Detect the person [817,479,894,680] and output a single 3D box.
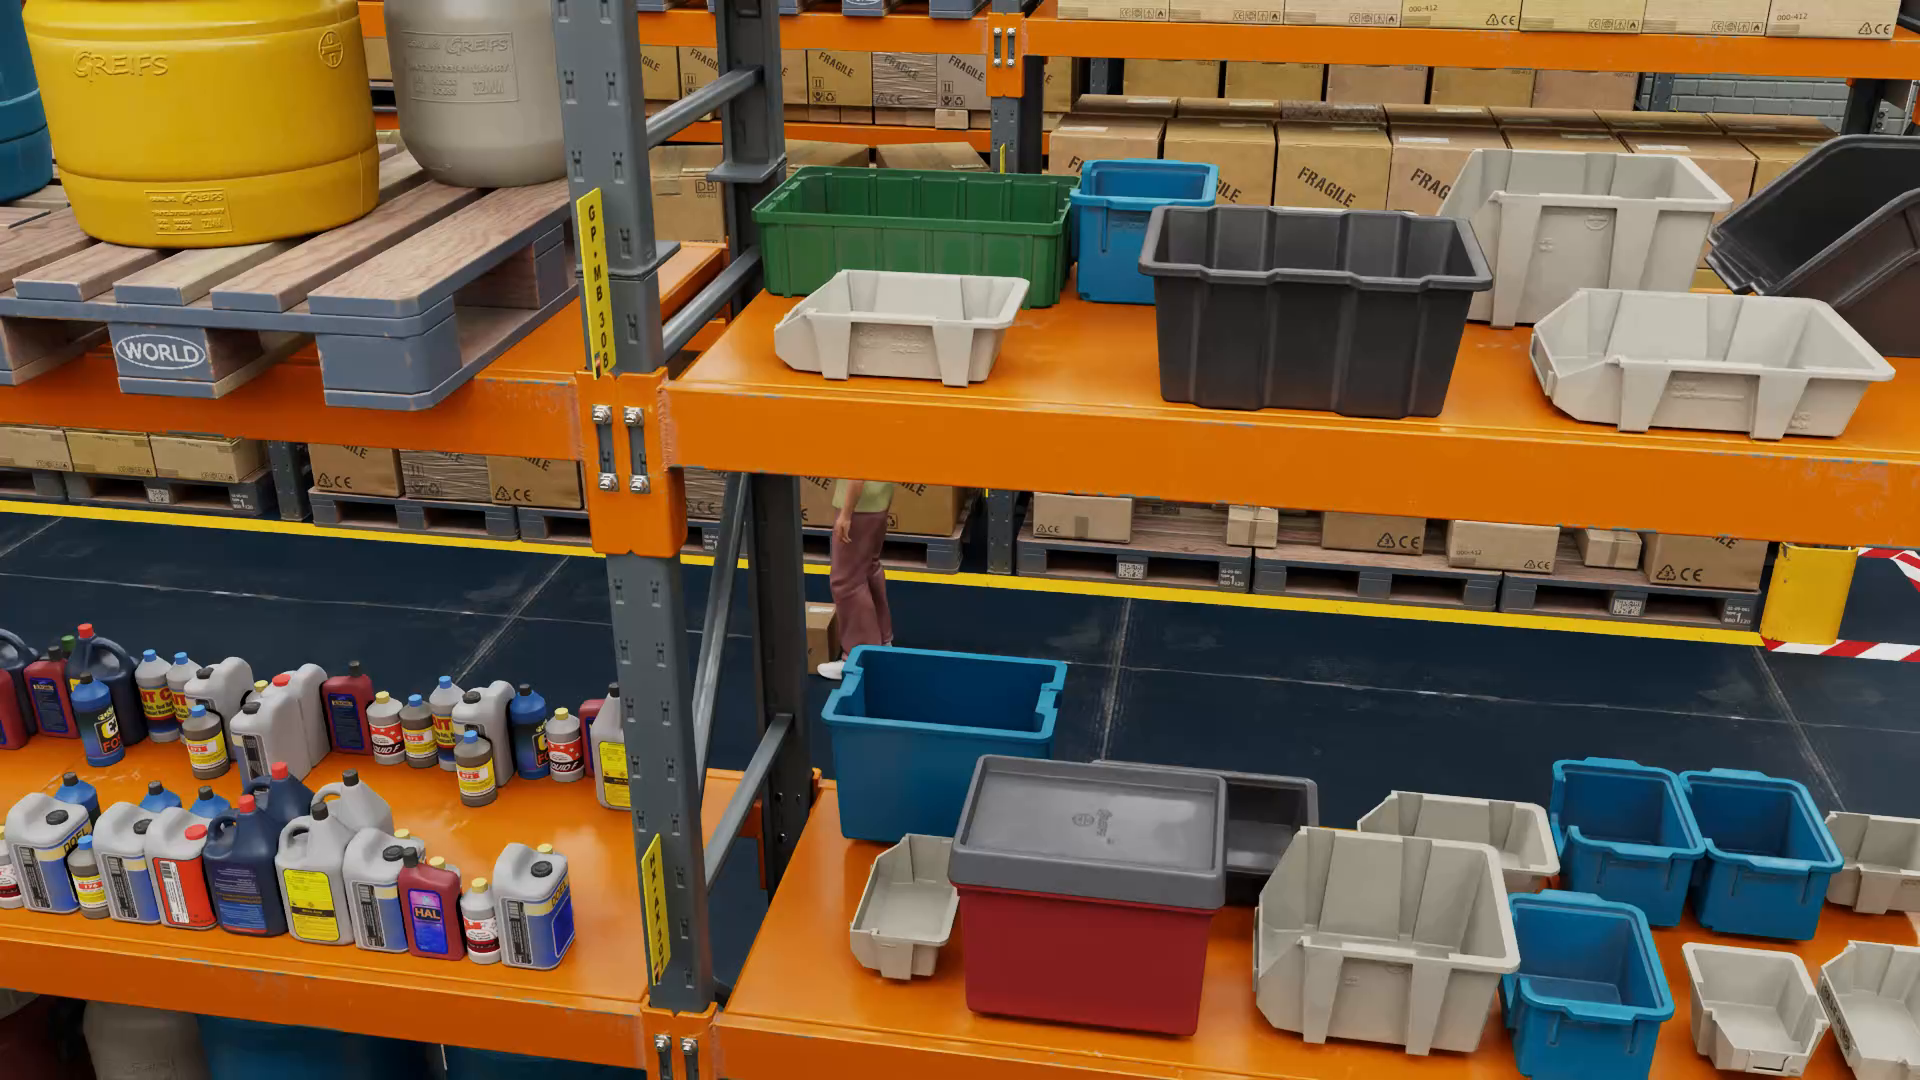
[{"bbox_3d":[-0.469,-0.169,7.472,0.352,1.672,0.506,4,25,8],"label":"person"}]
